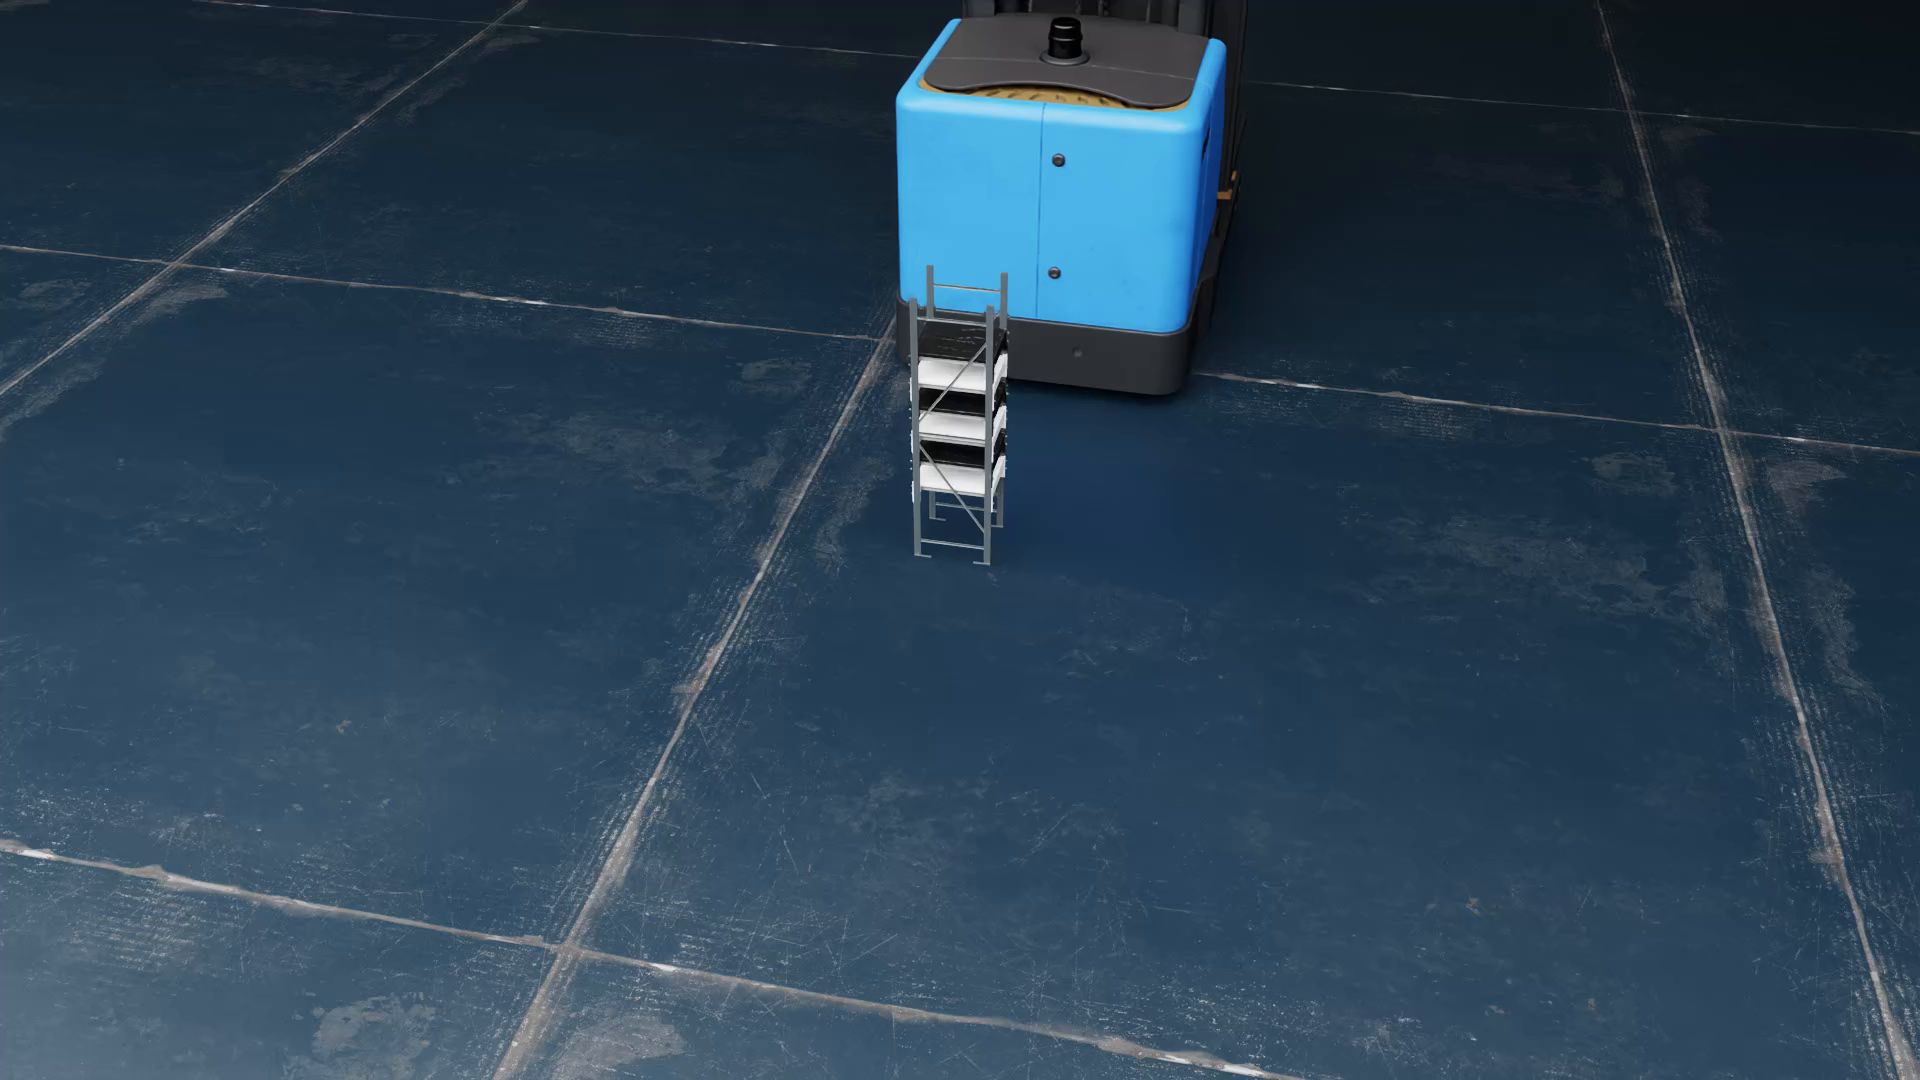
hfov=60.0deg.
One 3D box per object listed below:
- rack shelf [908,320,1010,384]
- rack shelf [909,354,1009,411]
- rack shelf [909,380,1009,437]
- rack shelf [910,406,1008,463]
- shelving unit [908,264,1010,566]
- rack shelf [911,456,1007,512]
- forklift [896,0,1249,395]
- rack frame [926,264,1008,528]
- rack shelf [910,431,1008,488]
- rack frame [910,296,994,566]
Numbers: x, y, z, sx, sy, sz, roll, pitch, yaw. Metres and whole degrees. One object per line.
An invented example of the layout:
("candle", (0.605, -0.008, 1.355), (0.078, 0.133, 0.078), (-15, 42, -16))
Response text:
("rack shelf", (-0.002, -0.551, 4.841), (0.258, 0.077, 0.200), (7, 37, 10))
("rack shelf", (-0.002, -0.478, 4.893), (0.258, 0.077, 0.200), (7, 37, 10))
("rack shelf", (-0.002, -0.406, 4.946), (0.258, 0.077, 0.200), (7, 37, 10))
("rack shelf", (-0.002, -0.333, 4.999), (0.258, 0.077, 0.200), (7, 37, 10))
("shelving unit", (-0.002, -0.360, 4.979), (0.258, 0.900, 0.210), (7, 37, 10))
("rack shelf", (-0.002, -0.187, 5.105), (0.258, 0.077, 0.200), (7, 37, 10))
("forklift", (0.608, -2.558, 6.281), (1.130, 2.935, 3.031), (8, 37, 11))
("rack frame", (0.020, -0.418, 5.060), (0.240, 0.900, 0.006), (7, 37, 10))
("rack shelf", (-0.002, -0.260, 5.052), (0.258, 0.077, 0.200), (7, 37, 10))
("rack frame", (-0.023, -0.301, 4.899), (0.240, 0.900, 0.006), (7, 37, 10))
